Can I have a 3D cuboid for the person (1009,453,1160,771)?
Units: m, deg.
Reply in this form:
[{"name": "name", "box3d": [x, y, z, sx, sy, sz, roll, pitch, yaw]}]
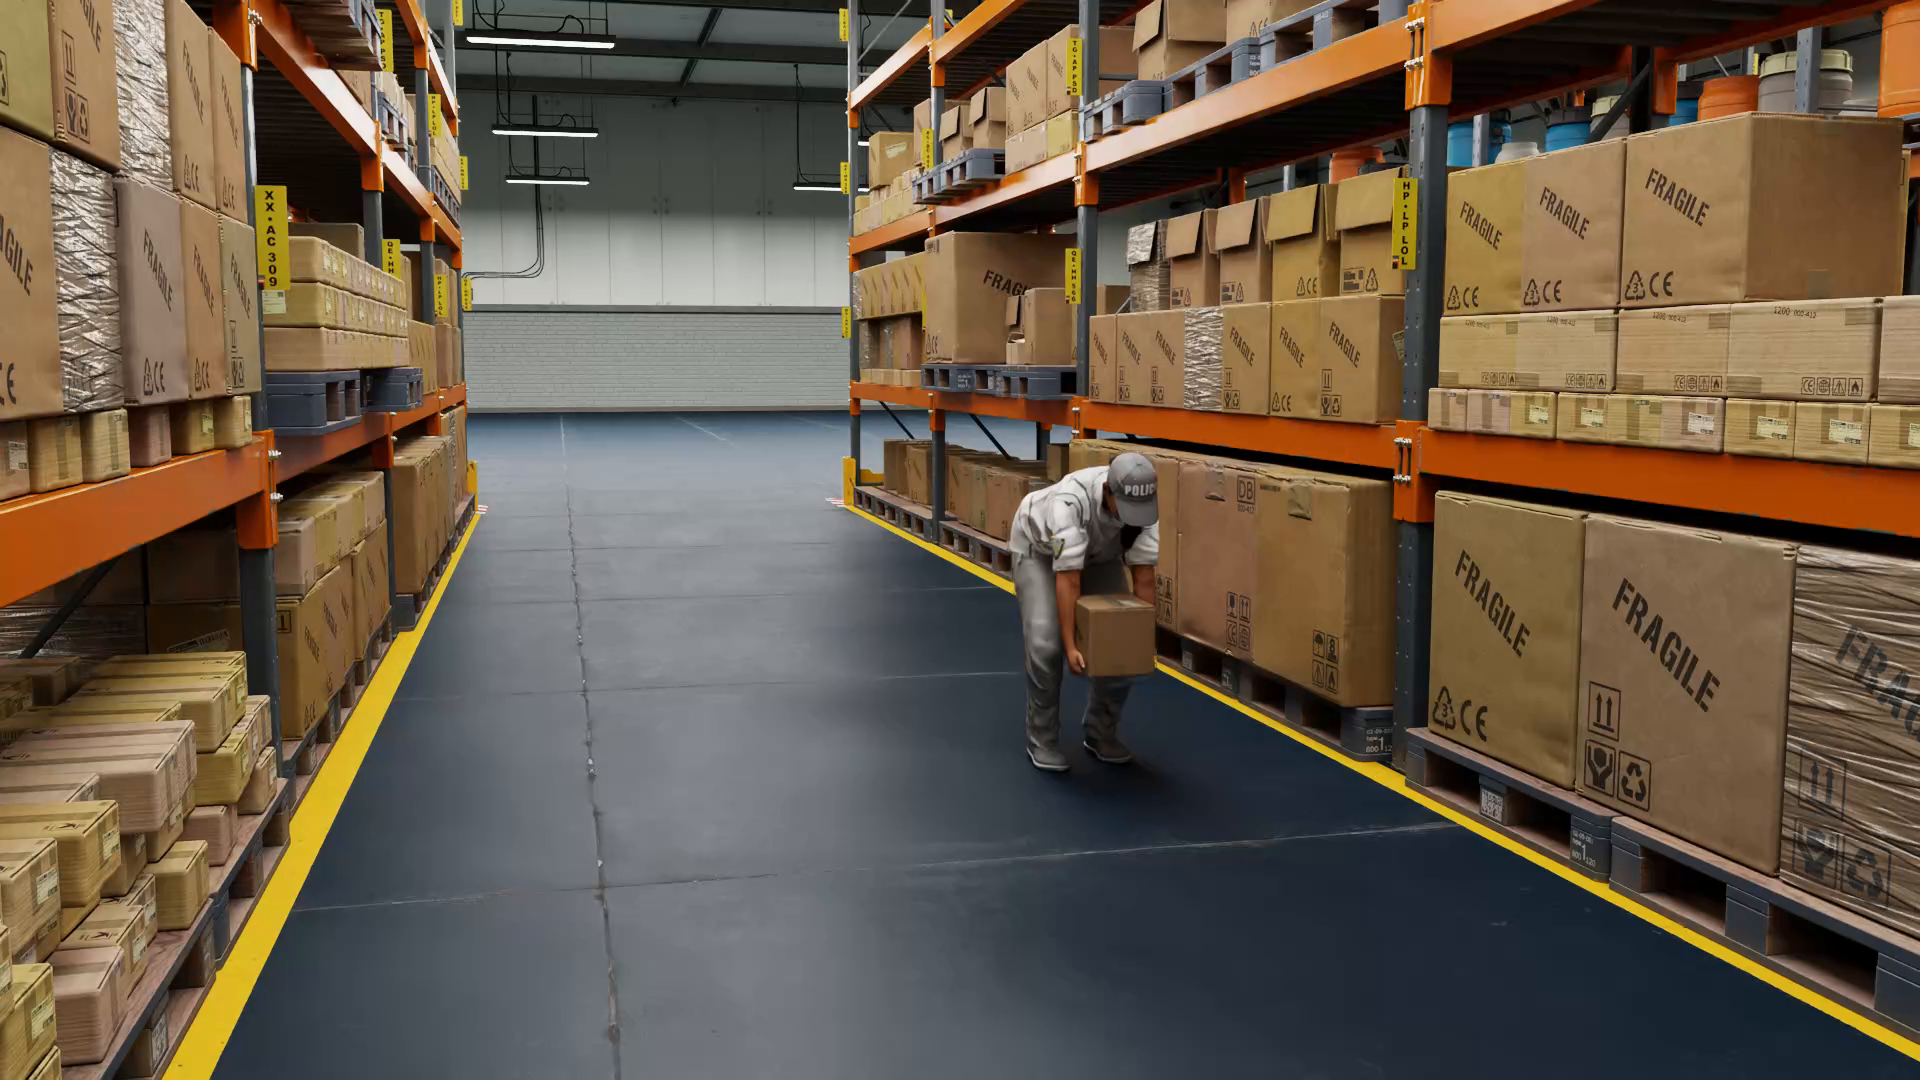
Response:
[{"name": "person", "box3d": [0.497, 0.267, 6.271, 0.472, 1.228, 0.902, -2, 7, -18]}]
